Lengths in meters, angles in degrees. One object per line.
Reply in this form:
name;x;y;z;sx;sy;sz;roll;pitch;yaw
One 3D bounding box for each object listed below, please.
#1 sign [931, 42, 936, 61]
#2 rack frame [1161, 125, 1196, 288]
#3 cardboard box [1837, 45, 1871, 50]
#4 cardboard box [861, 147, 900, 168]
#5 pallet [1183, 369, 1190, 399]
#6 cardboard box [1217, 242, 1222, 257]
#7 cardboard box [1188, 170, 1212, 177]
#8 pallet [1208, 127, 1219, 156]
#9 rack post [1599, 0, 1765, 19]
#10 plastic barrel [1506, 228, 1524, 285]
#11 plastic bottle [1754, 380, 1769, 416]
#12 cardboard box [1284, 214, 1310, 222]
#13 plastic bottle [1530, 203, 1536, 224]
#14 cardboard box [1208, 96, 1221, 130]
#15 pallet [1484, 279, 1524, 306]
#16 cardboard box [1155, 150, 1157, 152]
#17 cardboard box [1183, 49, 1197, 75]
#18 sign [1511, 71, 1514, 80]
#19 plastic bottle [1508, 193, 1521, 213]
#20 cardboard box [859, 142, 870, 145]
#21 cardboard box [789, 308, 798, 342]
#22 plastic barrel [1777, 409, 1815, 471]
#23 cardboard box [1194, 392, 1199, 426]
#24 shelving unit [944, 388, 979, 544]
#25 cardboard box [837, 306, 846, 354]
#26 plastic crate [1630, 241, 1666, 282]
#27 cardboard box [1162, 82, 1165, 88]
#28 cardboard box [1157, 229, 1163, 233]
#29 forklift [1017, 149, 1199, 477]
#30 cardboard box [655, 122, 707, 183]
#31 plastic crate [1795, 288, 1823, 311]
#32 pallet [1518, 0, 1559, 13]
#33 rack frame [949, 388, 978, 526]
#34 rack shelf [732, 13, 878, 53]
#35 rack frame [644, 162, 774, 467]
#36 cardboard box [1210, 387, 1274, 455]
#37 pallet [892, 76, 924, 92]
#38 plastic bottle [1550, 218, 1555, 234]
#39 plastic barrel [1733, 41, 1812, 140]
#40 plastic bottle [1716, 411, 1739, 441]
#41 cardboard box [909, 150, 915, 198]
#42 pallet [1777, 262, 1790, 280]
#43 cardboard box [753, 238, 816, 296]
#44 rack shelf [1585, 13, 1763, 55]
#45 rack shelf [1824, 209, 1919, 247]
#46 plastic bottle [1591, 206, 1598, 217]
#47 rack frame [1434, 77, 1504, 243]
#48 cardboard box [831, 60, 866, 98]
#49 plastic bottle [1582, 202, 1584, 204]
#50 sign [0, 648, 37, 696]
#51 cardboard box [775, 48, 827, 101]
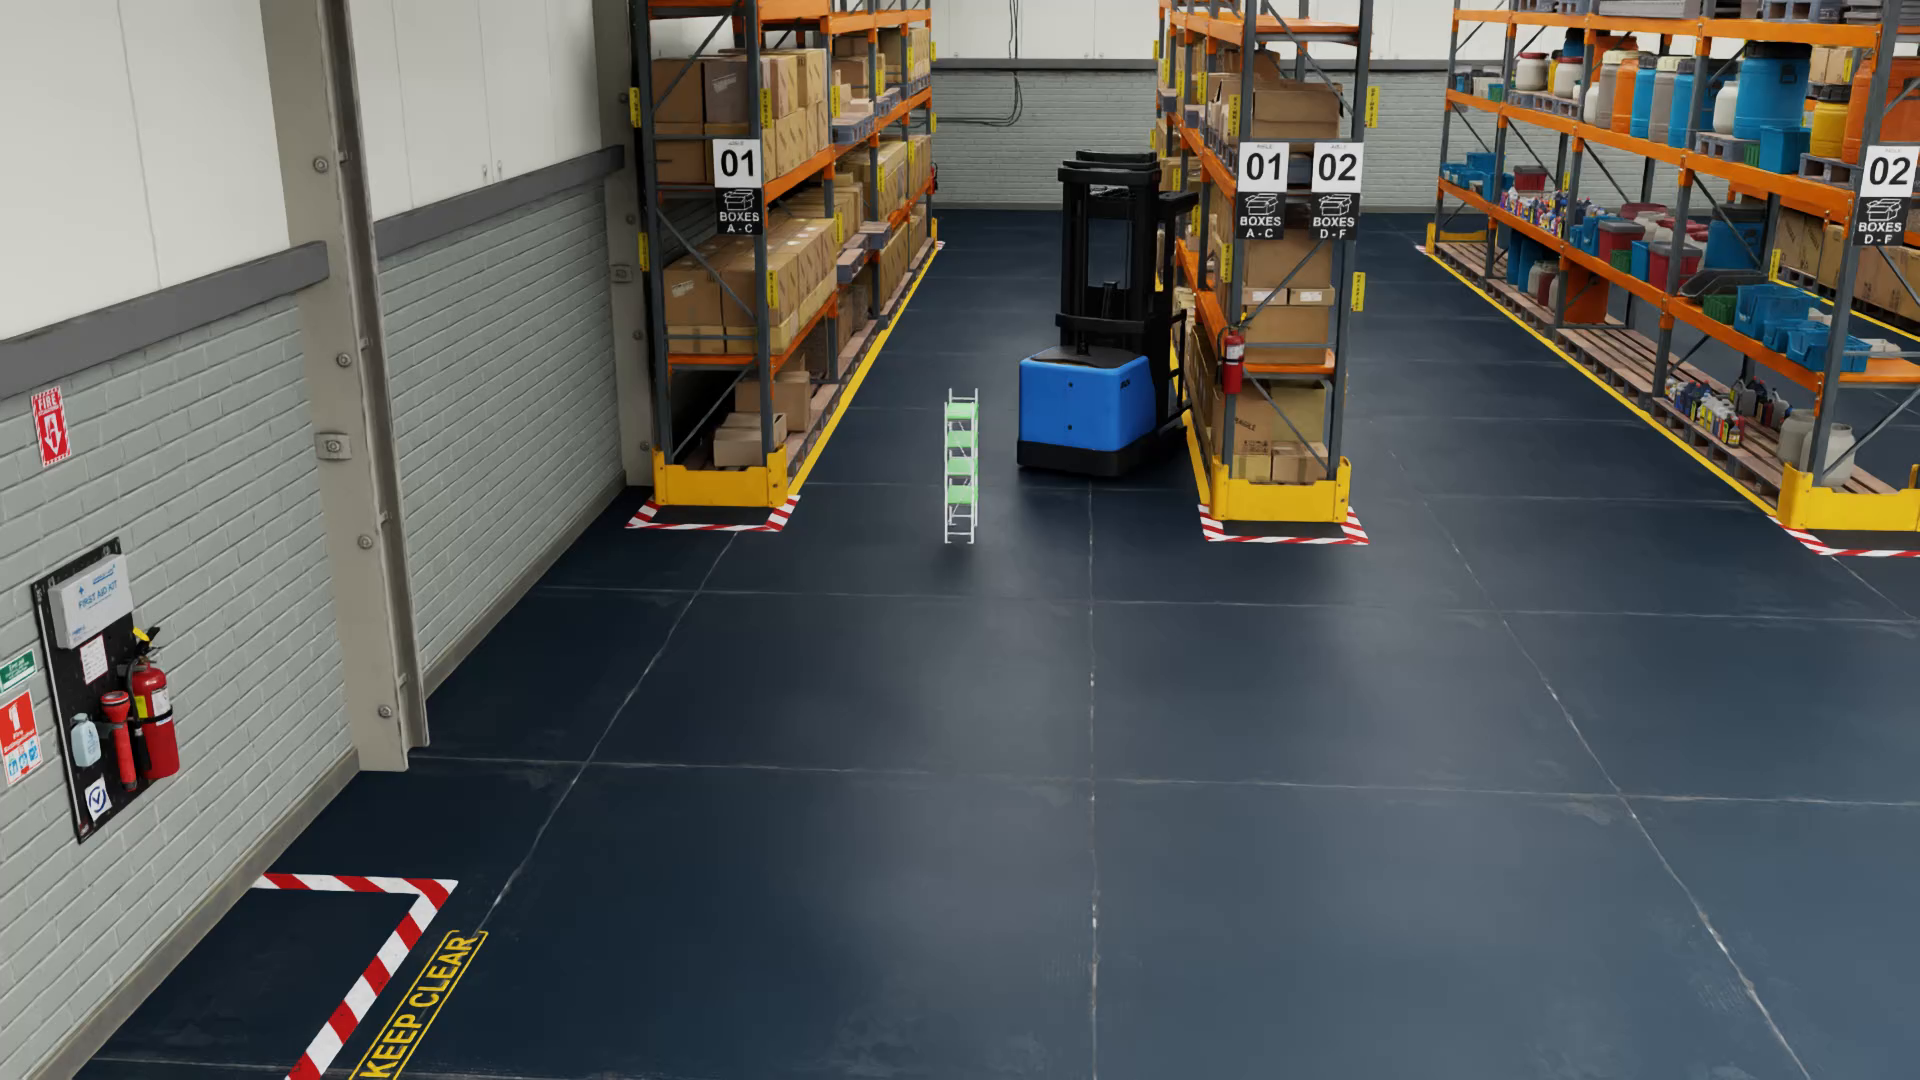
sign;-0.470;-8.518;28.989;0.100;0.325;0.005;1;18;4
rack frame;3.644;-5.374;25.507;1.000;3.000;0.127;1;18;4
cardboard box;13.598;-7.520;25.039;0.500;0.250;0.500;0;18;0
cardboard box;-1.158;-5.571;24.232;0.500;0.250;0.500;2;18;5
pallet;3.084;-1.794;19.059;1.003;0.211;1.213;1;18;4
cardboard box;2.806;-2.927;16.835;0.380;0.149;0.250;1;18;3
cardboard box;3.546;-4.857;23.093;0.700;0.500;0.500;5;19;14
pallet;3.035;-4.007;16.661;1.003;0.211;1.213;1;18;4
rack post;8.066;-6.337;18.490;1.013;1.000;3.121;1;18;4
plastic barrel;8.528;-4.296;24.913;0.600;0.901;0.708;1;18;4
plastic bottle;8.238;-1.462;17.115;0.144;0.351;0.185;0;18;1
cardboard box;2.866;-2.636;14.906;0.700;0.500;0.500;1;18;2
plastic bottle;8.006;-4.554;23.190;0.061;0.283;0.133;1;18;4
cardboard box;2.733;-4.220;16.413;0.500;0.311;0.500;0;18;1
pallet;8.487;-3.699;24.872;1.003;0.211;1.213;1;18;4
cardboard box;3.636;-6.532;28.880;0.500;0.500;0.500;2;18;5
cardboard box;3.441;-6.525;23.206;0.600;0.600;0.600;1;18;2
sign;9.421;-7.873;28.484;0.100;0.325;0.005;1;18;4
plastic bottle;8.145;-4.955;24.426;0.152;0.276;0.135;1;18;4
cardboard box;-1.590;-5.901;25.241;0.500;0.250;0.500;2;18;6
cardboard box;-1.783;-2.001;15.421;0.500;0.250;0.500;1;18;2
plastic barrel;7.731;-0.915;15.218;0.421;0.512;0.421;0;18;0
cardboard box;2.653;-1.335;16.921;0.500;0.250;0.500;1;18;4
shelving unit;0.012;-0.622;13.893;0.258;1.200;0.503;1;18;4
cardboard box;-1.771;-2.568;20.252;0.700;0.500;0.500;1;18;5
plastic crate;7.780;-3.120;18.652;0.392;0.384;0.575;1;18;4
cardboard box;3.487;-7.196;26.490;0.500;0.250;0.500;1;18;4
cardboard box;3.573;-5.201;28.688;0.500;0.250;0.500;1;18;4
forklift;1.670;-2.397;16.530;1.130;2.935;3.031;9;20;26
cardboard box;-2.380;-3.374;14.394;0.500;0.500;0.500;3;18;8
plastic crate;8.202;-2.357;16.539;0.499;0.251;0.616;1;18;4
pallet;8.556;-7.576;23.537;1.003;0.211;1.213;1;18;4
rack frame;0.029;-0.697;14.124;0.240;1.200;0.015;1;18;4
rack shelf;-1.727;-5.939;19.394;1.077;0.370;4.000;1;18;4
rack frame;-2.158;-1.757;14.467;1.000;3.000;0.127;1;18;4
cardboard box;2.525;-1.070;14.907;0.500;0.500;0.500;1;18;4
pallet;-1.138;-7.499;27.316;1.003;0.211;1.213;1;18;4
plastic bottle;7.951;-4.198;22.237;0.097;0.201;0.097;0;18;0
plastic barrel;7.833;-4.334;16.037;0.600;0.901;0.708;1;18;4
plastic bottle;7.464;-1.108;16.155;0.152;0.276;0.135;1;18;4
cardboard box;-1.242;-5.794;26.307;0.980;0.700;0.700;2;18;5
pallet;13.742;-4.441;27.138;1.003;0.211;1.213;1;18;4
cardboard box;-1.710;-2.667;16.249;0.500;0.500;0.500;2;18;6
rack shelf;8.154;-5.718;18.719;1.077;0.370;4.000;1;18;4
rack shelf;13.381;-4.189;23.045;1.077;0.370;4.000;1;18;4
plastic bottle;8.769;-4.480;22.985;0.097;0.271;0.097;0;18;0
rack frame;8.871;-6.505;28.957;1.000;3.000;0.127;1;18;4
cardboard box;-1.607;-6.072;21.953;0.700;0.500;0.500;0;18;0
plastic bottle;8.739;-4.611;23.385;0.097;0.271;0.097;0;18;0
sign;-3.749;0.536;6.561;0.001;0.109;0.331;1;18;4
cardboard box;-1.636;-4.795;17.123;0.500;0.500;0.500;0;18;-1
